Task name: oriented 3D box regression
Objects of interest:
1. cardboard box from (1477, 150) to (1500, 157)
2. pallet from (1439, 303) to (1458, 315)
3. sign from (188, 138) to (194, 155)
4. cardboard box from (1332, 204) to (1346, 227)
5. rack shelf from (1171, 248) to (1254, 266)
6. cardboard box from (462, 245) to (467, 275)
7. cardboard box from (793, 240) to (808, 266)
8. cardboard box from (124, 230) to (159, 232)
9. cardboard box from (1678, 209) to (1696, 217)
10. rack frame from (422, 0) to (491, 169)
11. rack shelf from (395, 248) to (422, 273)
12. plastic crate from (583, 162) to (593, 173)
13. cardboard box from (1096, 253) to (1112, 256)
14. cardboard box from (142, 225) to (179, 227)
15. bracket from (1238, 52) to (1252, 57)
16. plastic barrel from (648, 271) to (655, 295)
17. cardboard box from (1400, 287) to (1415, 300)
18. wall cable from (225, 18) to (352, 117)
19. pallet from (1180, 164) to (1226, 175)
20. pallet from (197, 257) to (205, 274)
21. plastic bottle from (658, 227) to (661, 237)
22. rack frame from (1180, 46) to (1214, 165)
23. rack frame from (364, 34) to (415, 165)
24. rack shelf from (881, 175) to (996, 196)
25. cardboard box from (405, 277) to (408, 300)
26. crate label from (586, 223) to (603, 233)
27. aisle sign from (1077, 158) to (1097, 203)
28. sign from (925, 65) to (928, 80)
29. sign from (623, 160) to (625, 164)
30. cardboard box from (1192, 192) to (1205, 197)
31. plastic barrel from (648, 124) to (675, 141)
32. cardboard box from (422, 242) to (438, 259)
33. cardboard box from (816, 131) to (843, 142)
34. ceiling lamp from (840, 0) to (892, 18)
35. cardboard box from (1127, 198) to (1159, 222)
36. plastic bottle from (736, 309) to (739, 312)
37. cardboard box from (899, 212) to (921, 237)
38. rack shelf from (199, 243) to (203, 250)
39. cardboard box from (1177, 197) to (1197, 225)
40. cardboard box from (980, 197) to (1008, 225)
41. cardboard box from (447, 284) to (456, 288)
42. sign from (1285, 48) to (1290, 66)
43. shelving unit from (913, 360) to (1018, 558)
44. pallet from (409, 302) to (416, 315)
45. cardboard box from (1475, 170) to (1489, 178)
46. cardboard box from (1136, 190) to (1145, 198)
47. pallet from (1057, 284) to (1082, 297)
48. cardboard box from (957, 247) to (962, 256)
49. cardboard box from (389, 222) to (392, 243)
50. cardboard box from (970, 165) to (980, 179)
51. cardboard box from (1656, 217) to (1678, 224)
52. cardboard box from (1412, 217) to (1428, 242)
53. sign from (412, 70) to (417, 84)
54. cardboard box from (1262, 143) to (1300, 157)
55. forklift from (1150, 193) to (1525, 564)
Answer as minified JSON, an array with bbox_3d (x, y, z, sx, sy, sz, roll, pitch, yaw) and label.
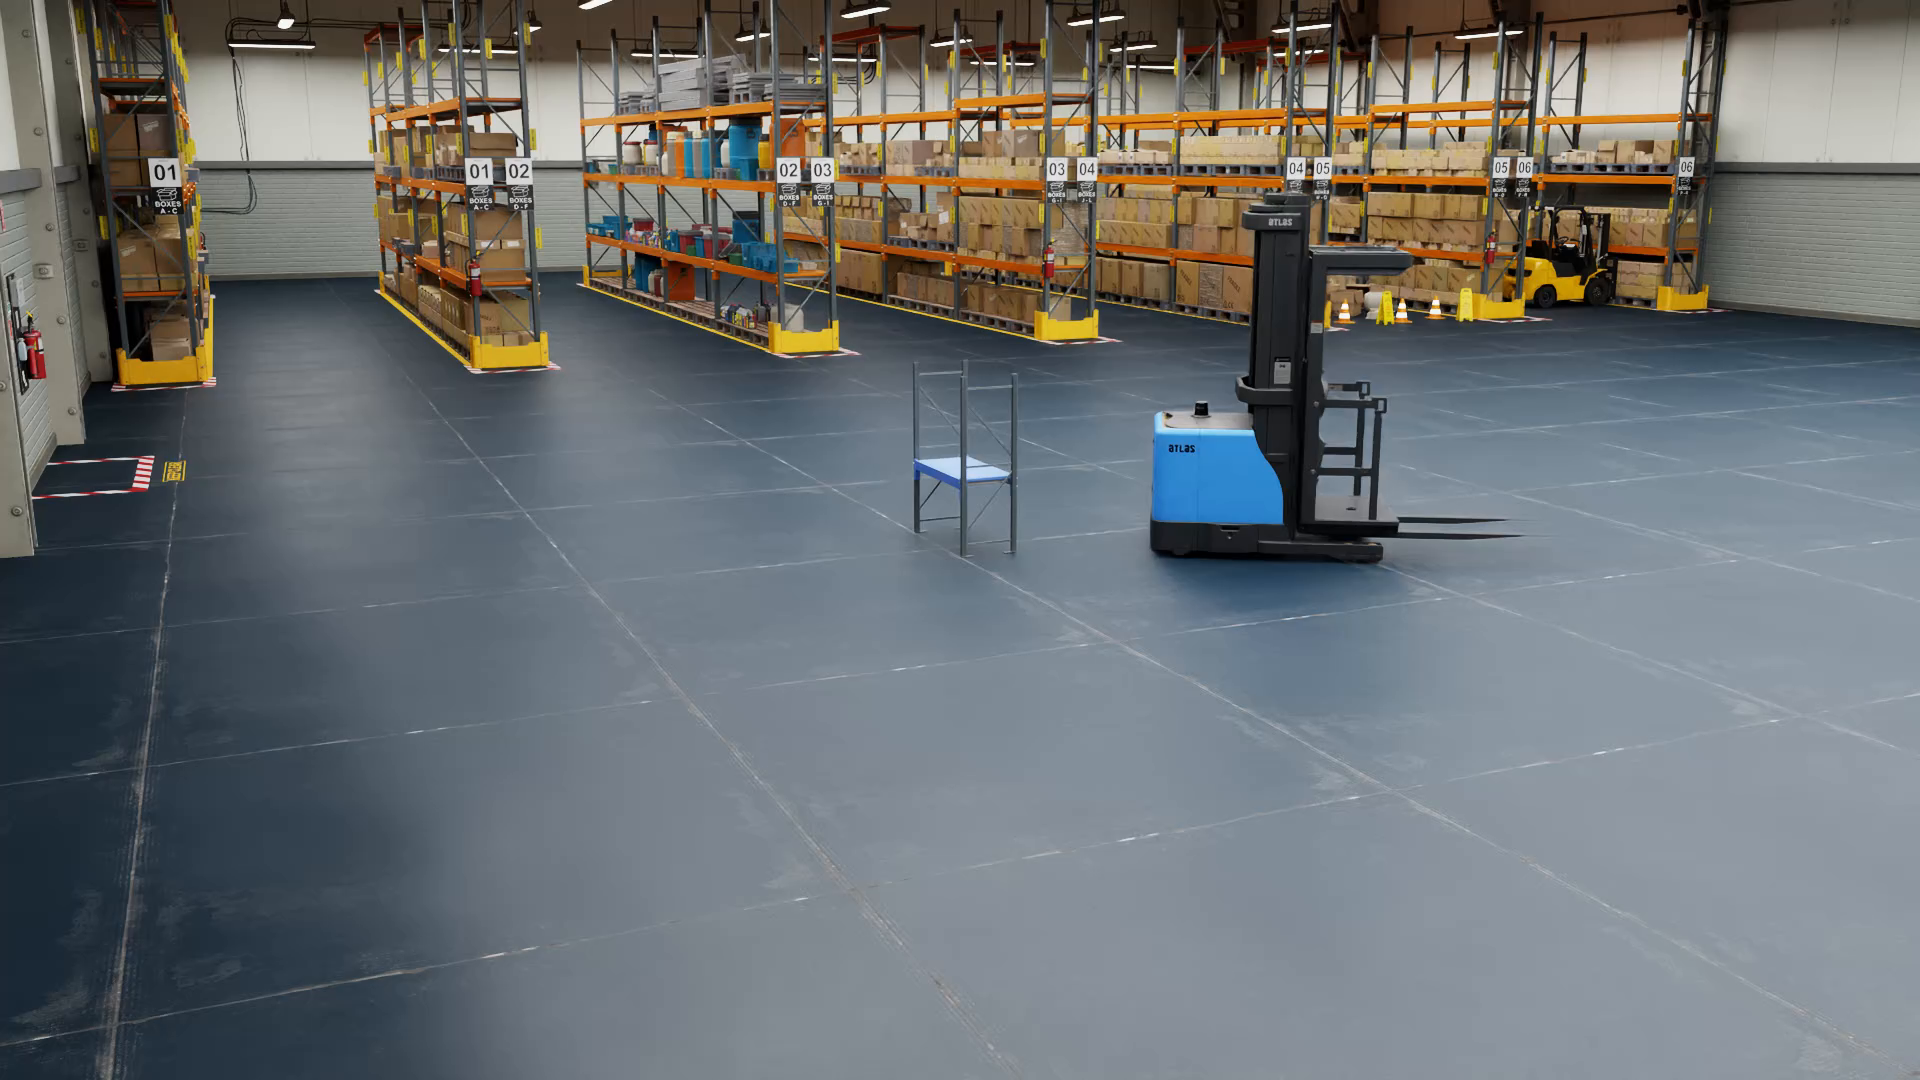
[{"bbox_3d":[10.636,-7.781,33.473,0.380,0.149,0.250,-5,14,-22],"label":"cardboard box"},{"bbox_3d":[10.718,-4.839,34.808,1.003,0.211,1.213,-6,14,-23],"label":"pallet"},{"bbox_3d":[-15.968,-8.170,34.520,0.100,0.325,0.005,-6,14,-23],"label":"sign"},{"bbox_3d":[8.844,-7.412,37.930,0.500,0.500,0.500,-6,14,-23],"label":"cardboard box"},{"bbox_3d":[5.745,-5.605,33.531,1.077,0.370,4.000,-6,14,-23],"label":"rack shelf"},{"bbox_3d":[-7.915,-4.687,27.748,0.700,0.500,0.500,-5,14,-21],"label":"cardboard box"},{"bbox_3d":[-3.754,-7.277,42.942,0.875,0.875,0.875,-6,14,-23],"label":"cardboard box"},{"bbox_3d":[-13.056,-4.678,26.556,0.500,0.500,0.500,-6,14,-23],"label":"cardboard box"},{"bbox_3d":[15.649,-7.058,35.892,0.380,0.149,0.250,-6,14,-24],"label":"cardboard box"},{"bbox_3d":[-8.719,-7.970,28.851,1.000,3.000,0.127,-6,14,-23],"label":"rack frame"},{"bbox_3d":[-11.123,-5.937,34.964,1.077,0.370,4.000,-6,14,-23],"label":"rack shelf"},{"bbox_3d":[-9.087,-9.266,41.393,0.497,0.269,0.590,-6,14,-23],"label":"plastic crate"},{"bbox_3d":[3.288,-6.712,39.666,0.500,0.250,0.500,-6,14,-26],"label":"cardboard box"},{"bbox_3d":[-14.142,-5.337,29.581,0.700,0.500,0.500,-6,14,-23],"label":"cardboard box"},{"bbox_3d":[8.766,-14.962,51.077,0.235,0.232,0.430,-6,14,-23],"label":"bracket"},{"bbox_3d":[-6.753,-5.755,37.168,0.421,0.512,0.421,0,13,0],"label":"plastic barrel"},{"bbox_3d":[9.867,-5.337,35.943,0.500,0.250,0.500,-6,14,-24],"label":"cardboard box"},{"bbox_3d":[-17.523,-12.394,43.651,3.097,2.526,0.112,-6,14,-23],"label":"wall cable"},{"bbox_3d":[5.262,-7.617,34.173,1.003,0.211,1.213,-6,14,-23],"label":"pallet"},{"bbox_3d":[-13.429,-4.677,28.351,1.003,0.211,1.213,-6,14,-23],"label":"pallet"},{"bbox_3d":[-6.774,-6.912,37.690,0.144,0.351,0.185,-6,14,-23],"label":"plastic bottle"},{"bbox_3d":[6.235,-11.412,43.722,1.000,3.000,0.127,-6,14,-23],"label":"rack frame"},{"bbox_3d":[-13.526,-10.450,39.563,1.000,3.000,0.127,-6,14,-23],"label":"rack frame"},{"bbox_3d":[-0.442,-7.466,34.918,1.077,0.370,4.000,-6,14,-23],"label":"rack shelf"},{"bbox_3d":[-11.536,-5.362,35.453,0.500,0.500,0.500,-5,14,-22],"label":"cardboard box"},{"bbox_3d":[-9.189,-7.840,41.832,0.416,0.233,0.303,-6,14,-23],"label":"crate label"},{"bbox_3d":[2.261,-6.396,29.588,0.394,0.787,0.004,-6,14,-23],"label":"aisle sign"},{"bbox_3d":[-0.750,-10.235,36.390,0.100,0.325,0.005,-6,14,-23],"label":"sign"},{"bbox_3d":[-8.488,-9.437,42.071,0.100,0.325,0.005,-6,14,-23],"label":"sign"},{"bbox_3d":[6.377,-8.806,43.326,0.500,0.500,0.500,-6,14,-23],"label":"cardboard box"},{"bbox_3d":[-6.560,-8.719,36.692,0.600,0.901,0.708,-6,14,-23],"label":"plastic barrel"},{"bbox_3d":[-10.141,-5.628,32.234,0.500,0.311,0.500,-6,14,-24],"label":"cardboard box"},{"bbox_3d":[-3.216,-9.918,40.880,0.500,0.250,0.500,-7,15,-27],"label":"cardboard box"},{"bbox_3d":[-1.561,-11.486,31.094,0.800,3.185,2.000,-6,14,-23],"label":"ceiling lamp"},{"bbox_3d":[4.129,-7.322,36.913,0.700,0.500,0.500,-6,14,-24],"label":"cardboard box"},{"bbox_3d":[-4.067,-4.109,30.547,0.097,0.271,0.097,0,13,0],"label":"plastic bottle"},{"bbox_3d":[-0.990,-6.913,36.435,0.500,0.500,0.500,-8,15,-30],"label":"cardboard box"},{"bbox_3d":[-17.262,-6.315,36.598,1.077,0.370,4.000,-6,14,-23],"label":"rack shelf"},{"bbox_3d":[5.061,-6.889,34.754,0.875,0.550,0.550,-6,14,-23],"label":"cardboard box"},{"bbox_3d":[0.708,-6.300,31.839,0.500,0.500,0.500,-6,14,-23],"label":"cardboard box"},{"bbox_3d":[-9.886,-4.926,32.926,0.500,0.311,0.500,-5,14,-21],"label":"cardboard box"},{"bbox_3d":[6.044,-8.913,30.675,0.100,0.325,0.005,-6,14,-23],"label":"sign"},{"bbox_3d":[0.034,-0.713,14.125,0.538,1.500,1.048,-6,14,-23],"label":"shelving unit"},{"bbox_3d":[-11.071,-4.925,35.181,1.003,0.211,1.213,-6,14,-23],"label":"pallet"},{"bbox_3d":[10.642,-7.398,33.586,0.380,0.149,0.250,-6,14,-23],"label":"cardboard box"},{"bbox_3d":[5.191,-9.412,45.946,0.500,0.500,0.500,-6,14,-23],"label":"cardboard box"},{"bbox_3d":[3.030,-5.998,39.818,1.003,0.211,1.213,-6,14,-23],"label":"pallet"},{"bbox_3d":[0.170,-5.748,33.109,0.380,0.149,0.250,-6,14,-23],"label":"cardboard box"},{"bbox_3d":[-12.567,-6.936,37.463,0.500,0.500,0.500,-5,14,-21],"label":"cardboard box"},{"bbox_3d":[0.521,-7.105,32.096,0.500,0.250,0.500,-6,14,-23],"label":"cardboard box"},{"bbox_3d":[15.193,-6.871,35.743,0.380,0.149,0.250,-5,14,-22],"label":"cardboard box"},{"bbox_3d":[9.992,-6.605,35.375,0.500,0.500,0.500,-5,14,-22],"label":"cardboard box"},{"bbox_3d":[-13.009,-11.028,39.638,0.100,0.325,0.005,-6,14,-23],"label":"sign"},{"bbox_3d":[6.095,-7.405,31.579,0.500,0.250,0.500,-5,14,-22],"label":"cardboard box"},{"bbox_3d":[3.133,-1.360,13.745,3.031,2.935,1.130,1,13,6],"label":"forklift"}]
